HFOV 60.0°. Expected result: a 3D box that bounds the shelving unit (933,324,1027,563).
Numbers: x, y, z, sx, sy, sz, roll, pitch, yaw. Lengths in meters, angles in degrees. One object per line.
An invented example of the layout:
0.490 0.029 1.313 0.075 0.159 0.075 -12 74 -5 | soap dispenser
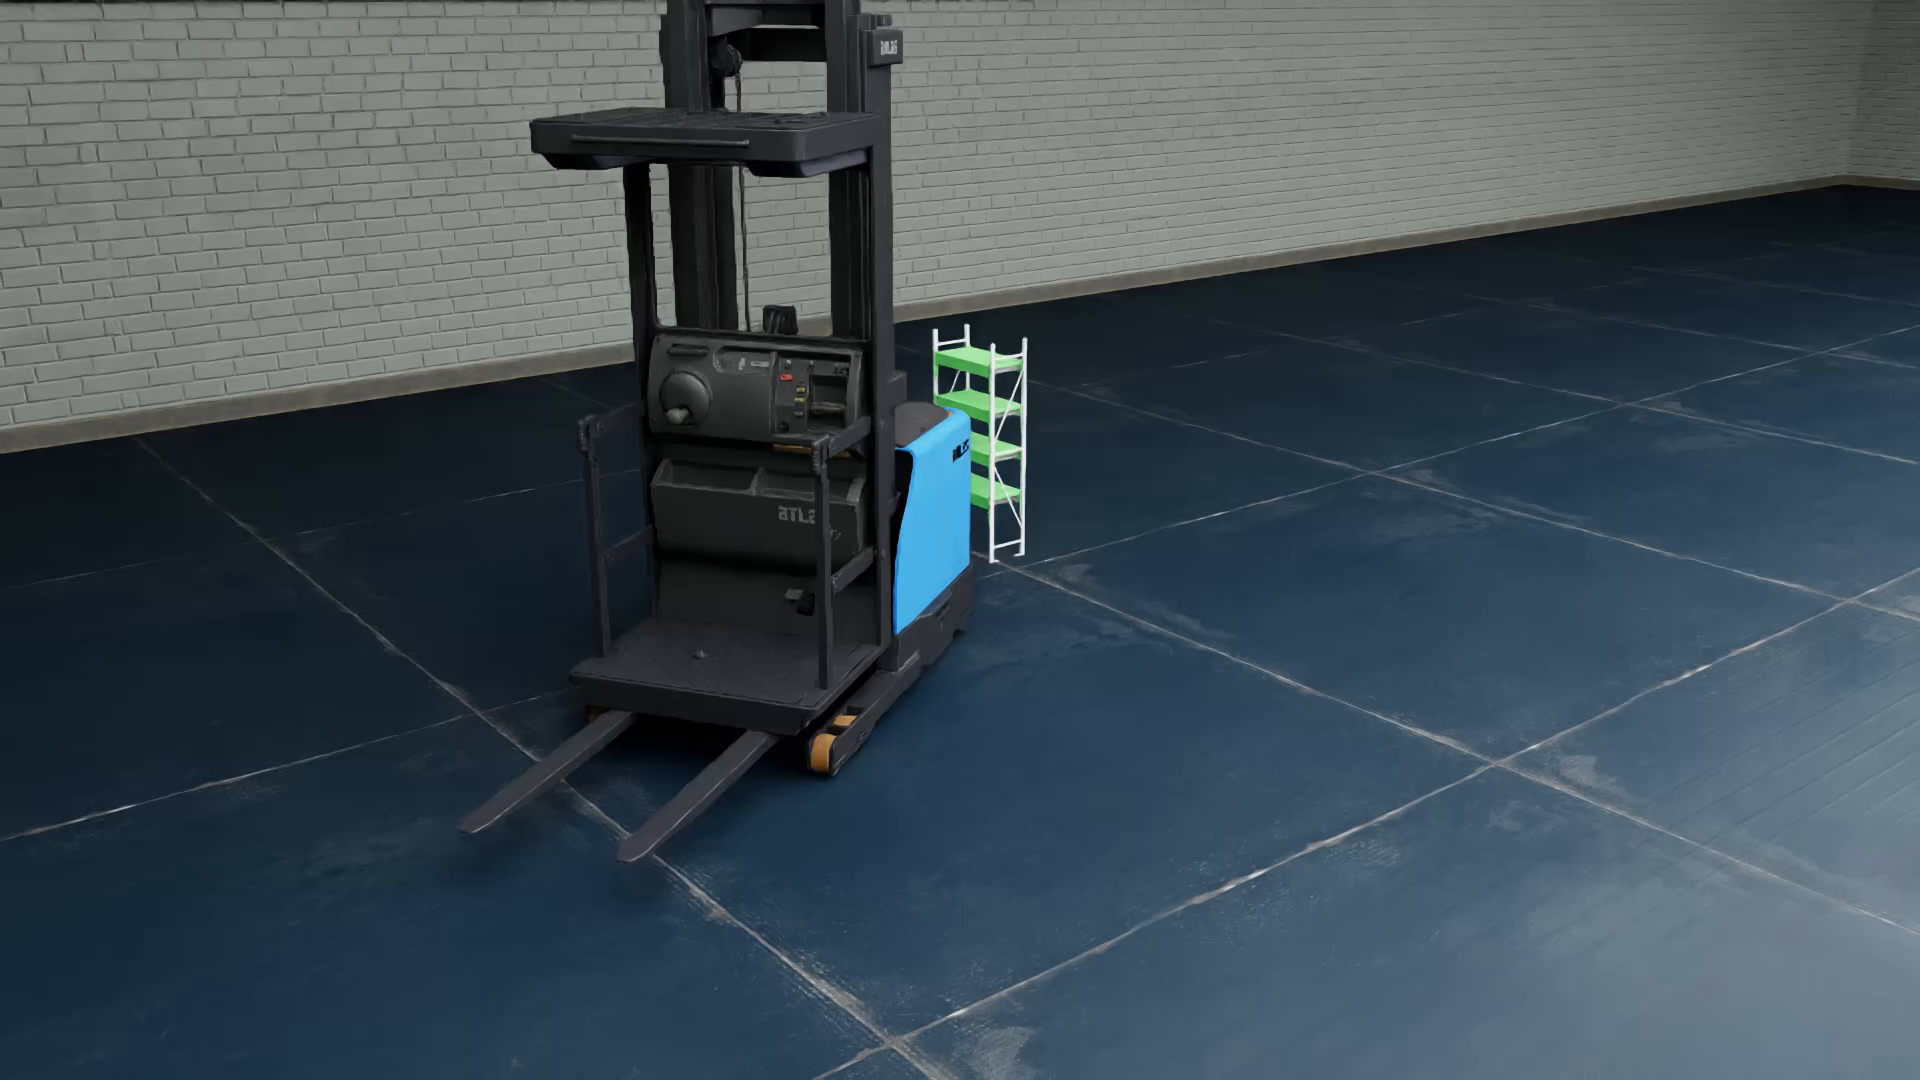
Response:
0.103 -0.529 9.051 0.258 1.200 0.503 -14 23 -36 | shelving unit

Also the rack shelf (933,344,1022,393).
0.103 -0.924 8.920 0.258 0.148 0.480 -14 23 -36 | rack shelf

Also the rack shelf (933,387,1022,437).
0.103 -0.696 8.995 0.258 0.148 0.480 -14 23 -36 | rack shelf

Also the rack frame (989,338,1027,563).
0.254 -0.469 8.869 0.240 1.200 0.015 -14 23 -36 | rack frame

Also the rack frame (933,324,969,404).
-0.049 -0.589 9.232 0.240 1.200 0.015 -14 23 -36 | rack frame

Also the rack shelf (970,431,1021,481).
0.103 -0.468 9.071 0.258 0.148 0.480 -14 23 -36 | rack shelf

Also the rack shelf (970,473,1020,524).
0.103 -0.240 9.146 0.258 0.148 0.480 -14 23 -36 | rack shelf

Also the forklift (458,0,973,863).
-0.900 -0.606 6.530 1.130 2.935 3.031 6 19 18 | forklift
